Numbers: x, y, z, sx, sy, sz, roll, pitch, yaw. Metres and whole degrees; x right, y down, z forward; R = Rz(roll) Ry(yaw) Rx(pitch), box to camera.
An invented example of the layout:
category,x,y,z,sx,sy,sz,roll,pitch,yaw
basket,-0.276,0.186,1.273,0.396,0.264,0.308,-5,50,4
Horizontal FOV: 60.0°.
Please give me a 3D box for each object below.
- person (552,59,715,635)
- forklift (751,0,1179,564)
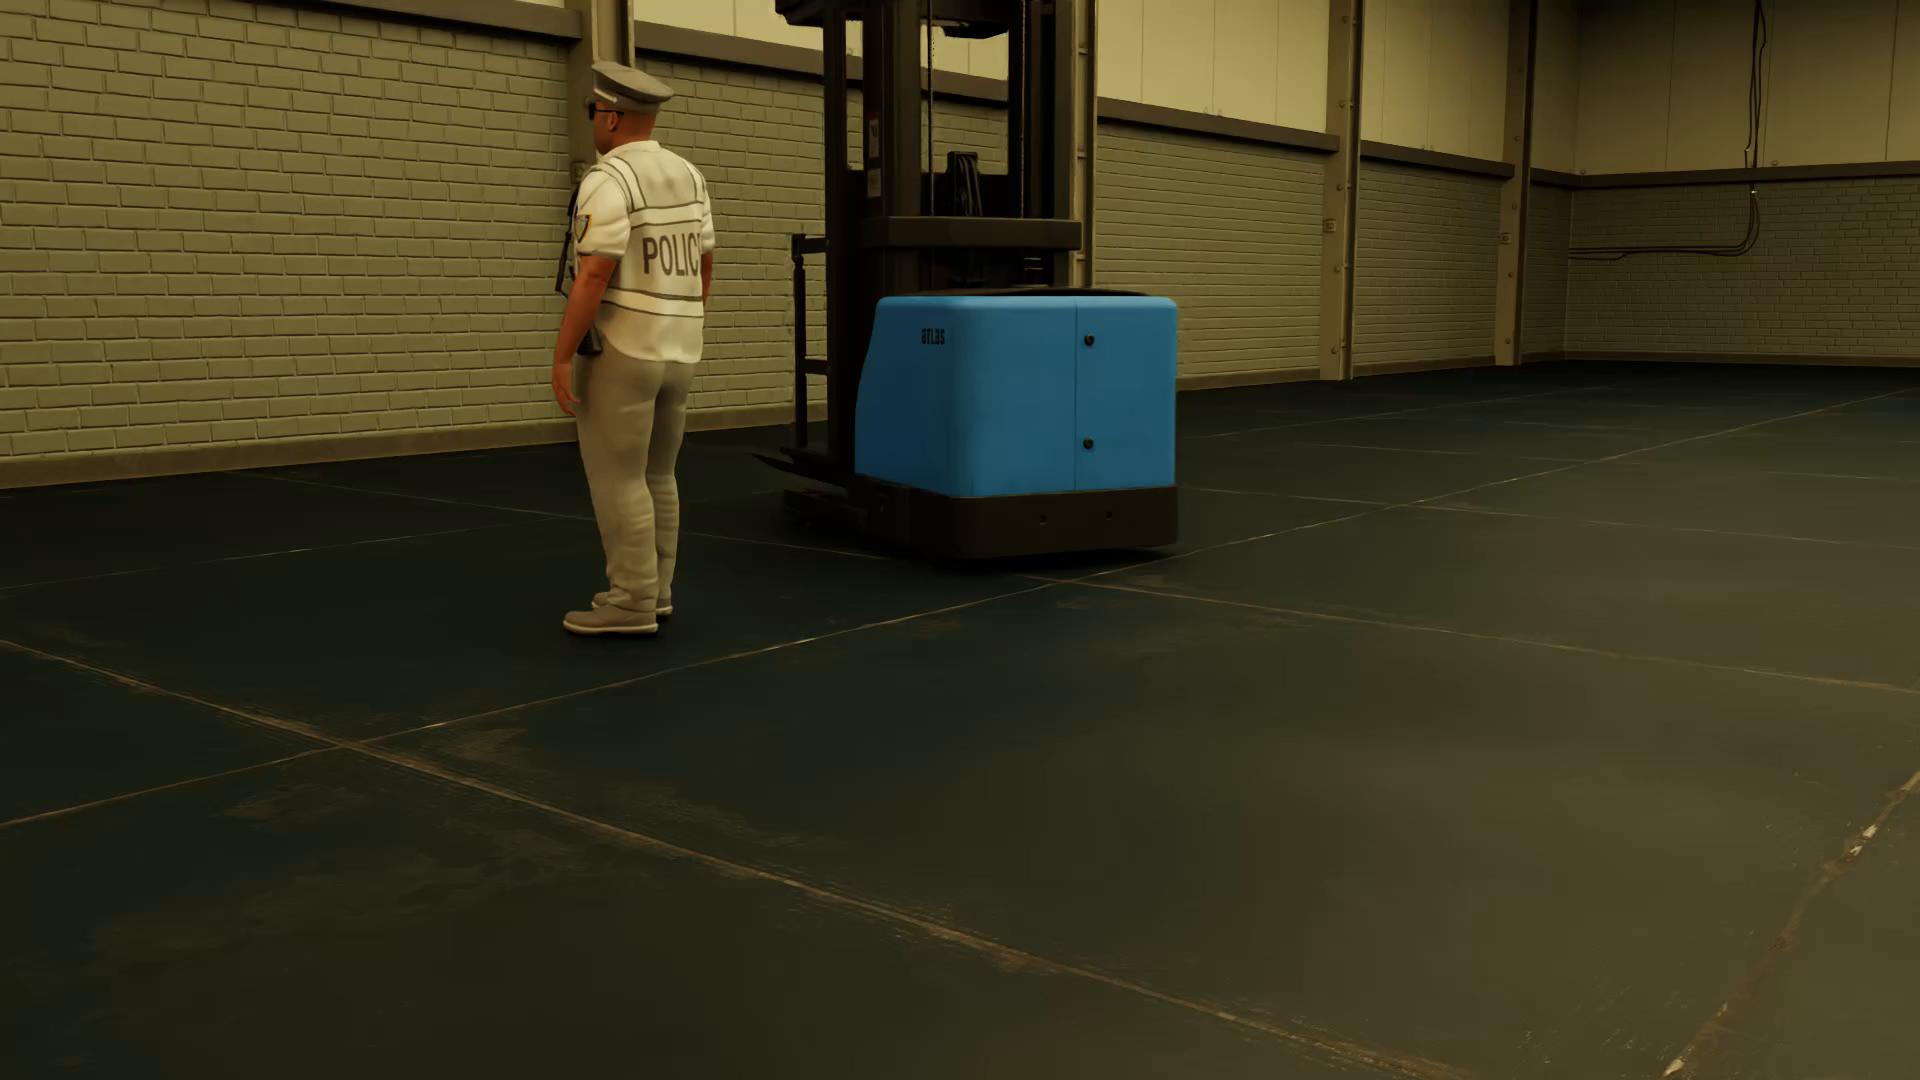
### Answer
category,x,y,z,sx,sy,sz,roll,pitch,yaw
person,-1.104,-0.591,5.259,0.573,1.782,0.647,4,9,26
forklift,-0.192,-1.530,7.741,1.130,2.935,3.031,-4,9,-25
